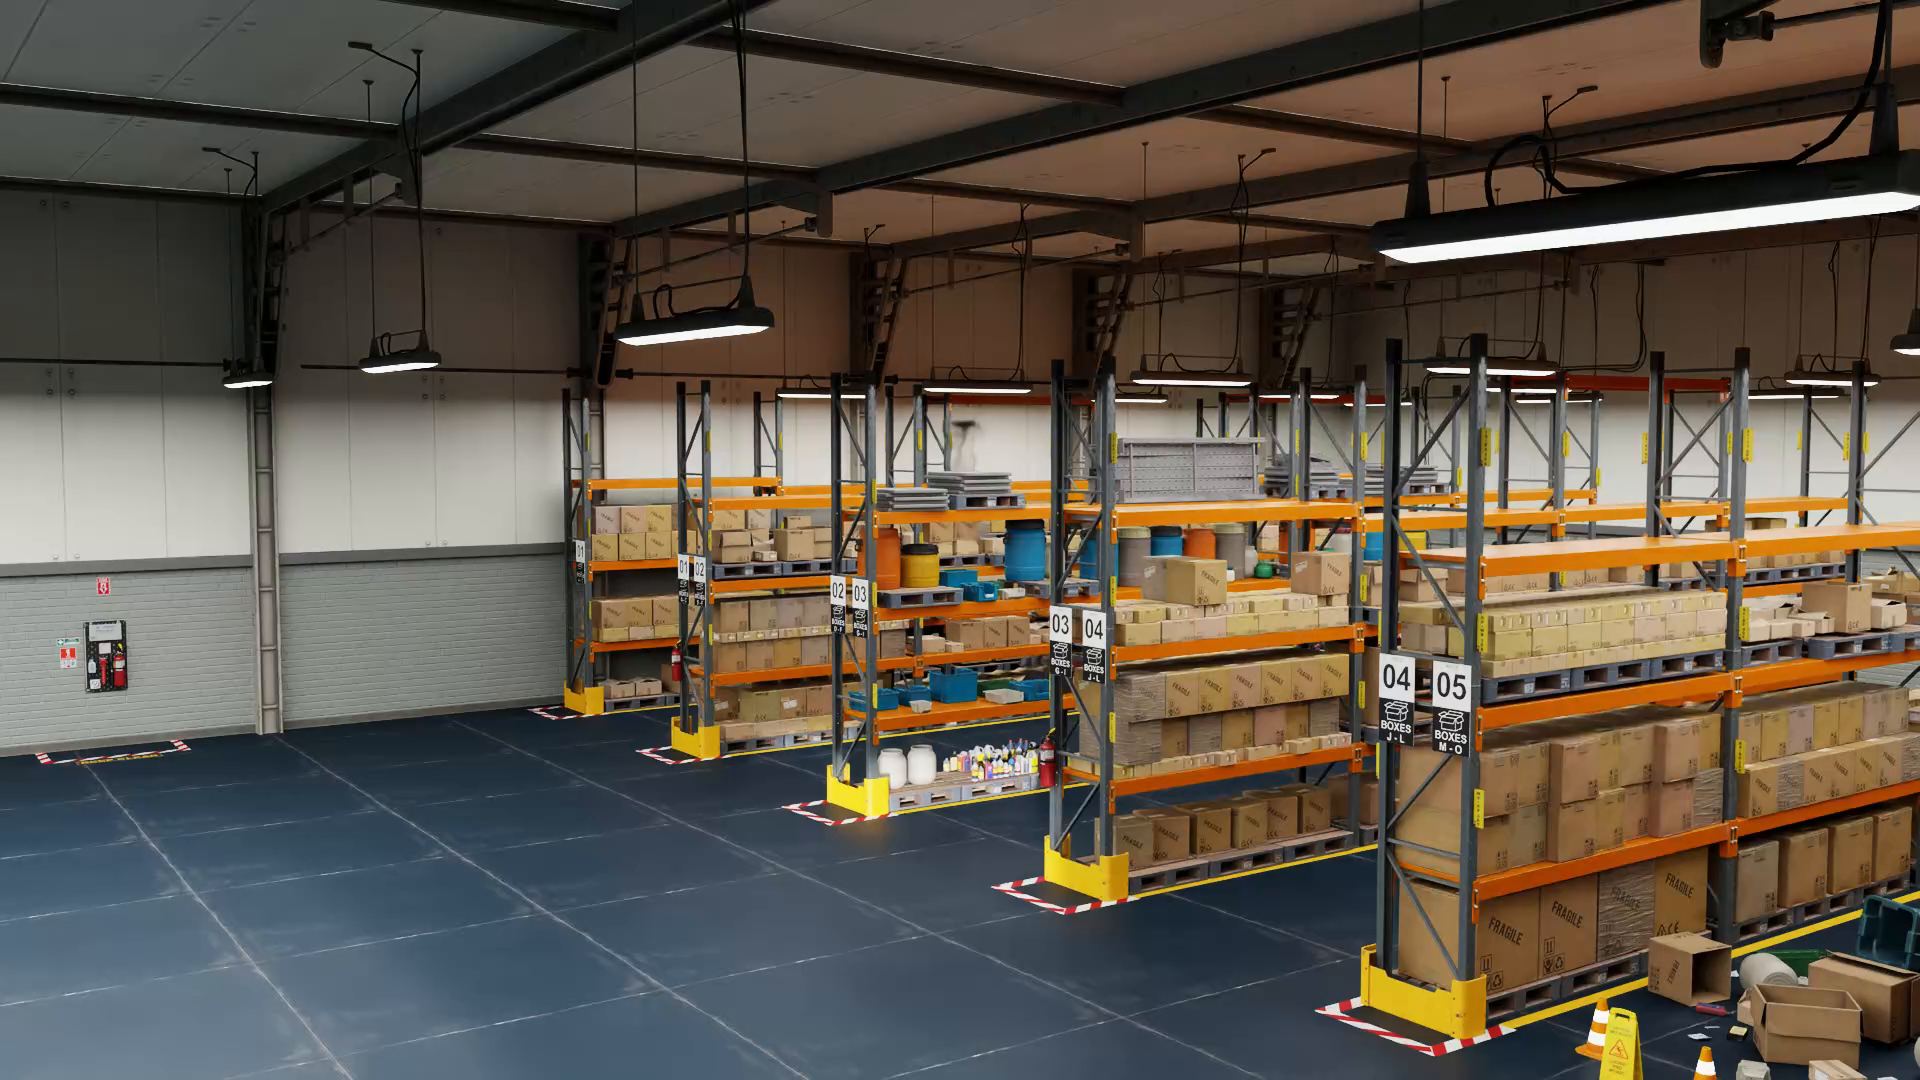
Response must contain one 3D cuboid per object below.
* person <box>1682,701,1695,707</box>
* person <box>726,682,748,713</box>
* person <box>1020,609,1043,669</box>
[{"bbox_3d":[9.805,2.940,22.130,0.769,1.658,0.653,-3,5,-41],"label":"person"},{"bbox_3d":[-3.991,2.501,29.046,0.739,1.579,0.892,2,4,30],"label":"person"},{"bbox_3d":[1.432,2.208,33.066,0.632,1.671,0.554,-3,4,-34],"label":"person"}]
